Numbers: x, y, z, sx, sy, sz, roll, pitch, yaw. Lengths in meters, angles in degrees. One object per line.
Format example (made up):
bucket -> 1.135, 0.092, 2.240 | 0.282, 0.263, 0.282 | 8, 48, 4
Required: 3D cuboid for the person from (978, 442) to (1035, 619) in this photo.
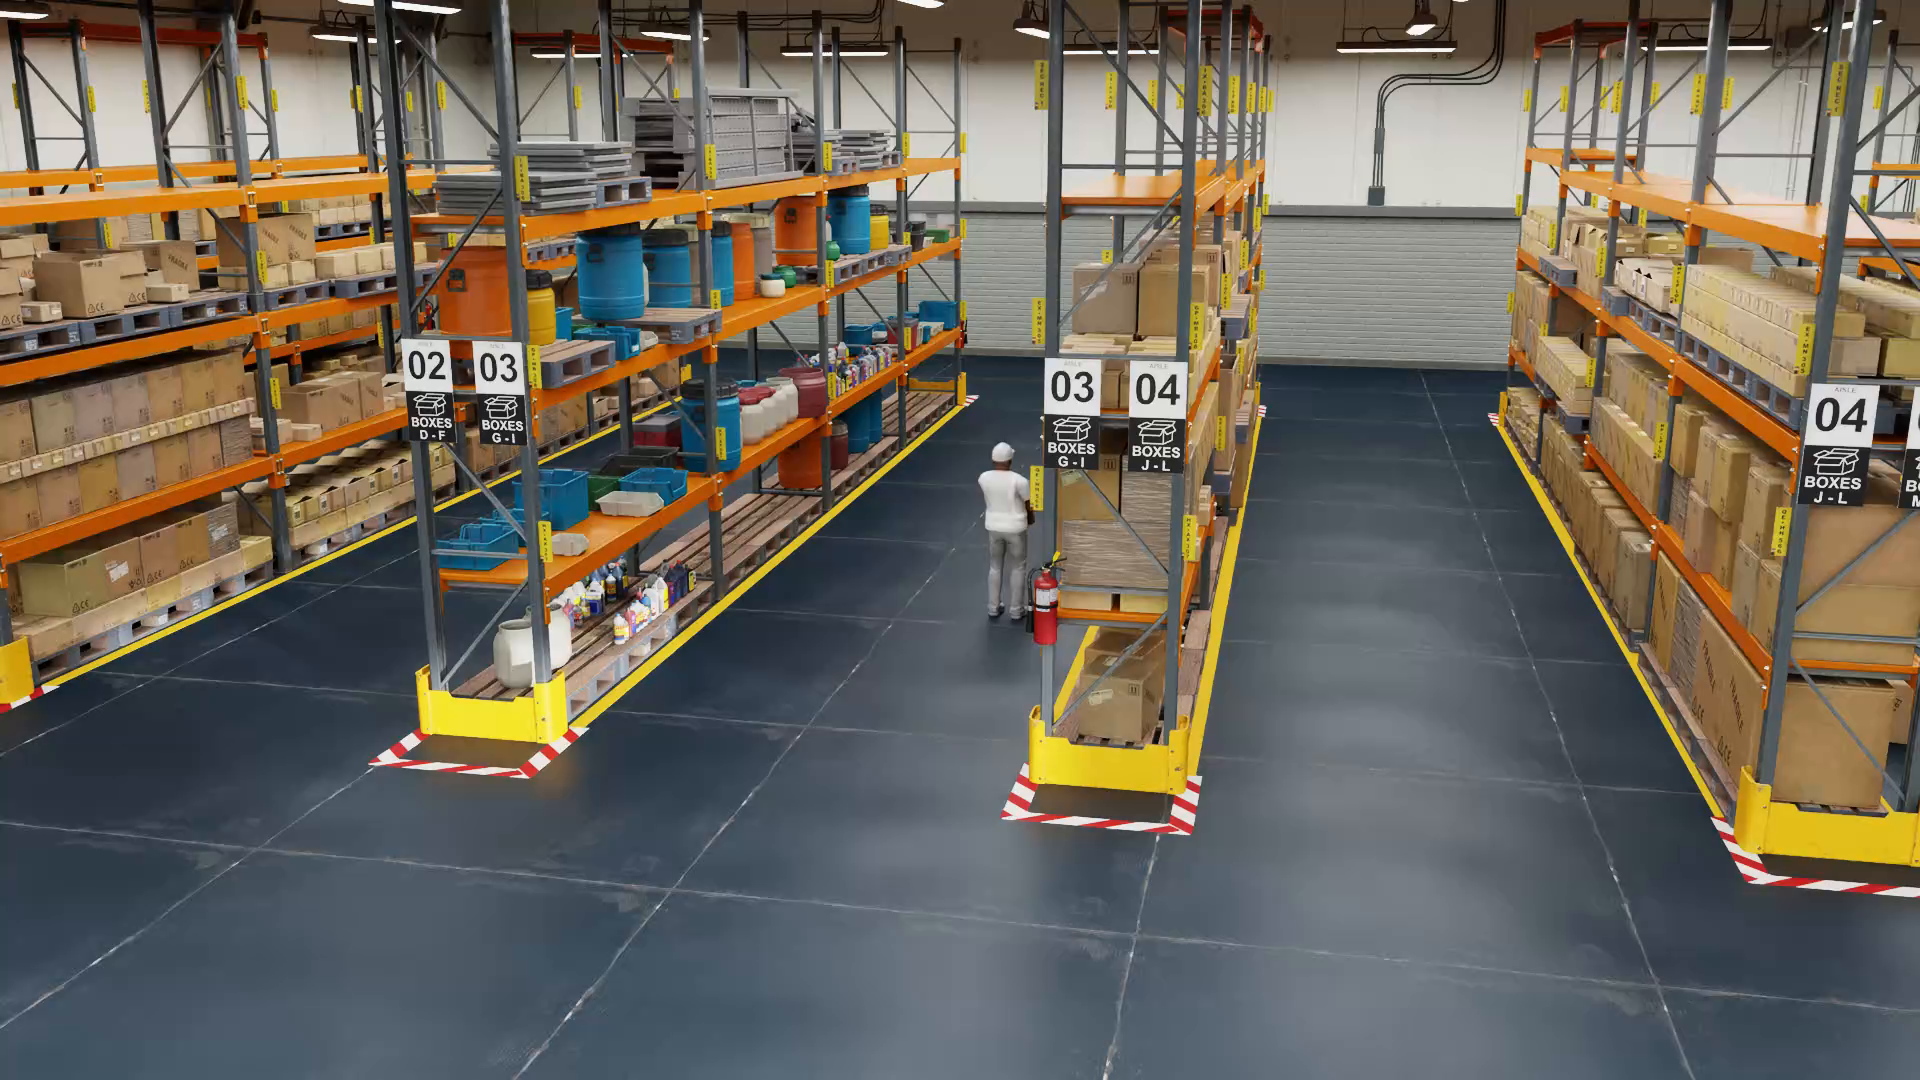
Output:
person -> 0.489, -0.125, 16.458 | 0.502, 1.761, 0.587 | 7, 16, 24
